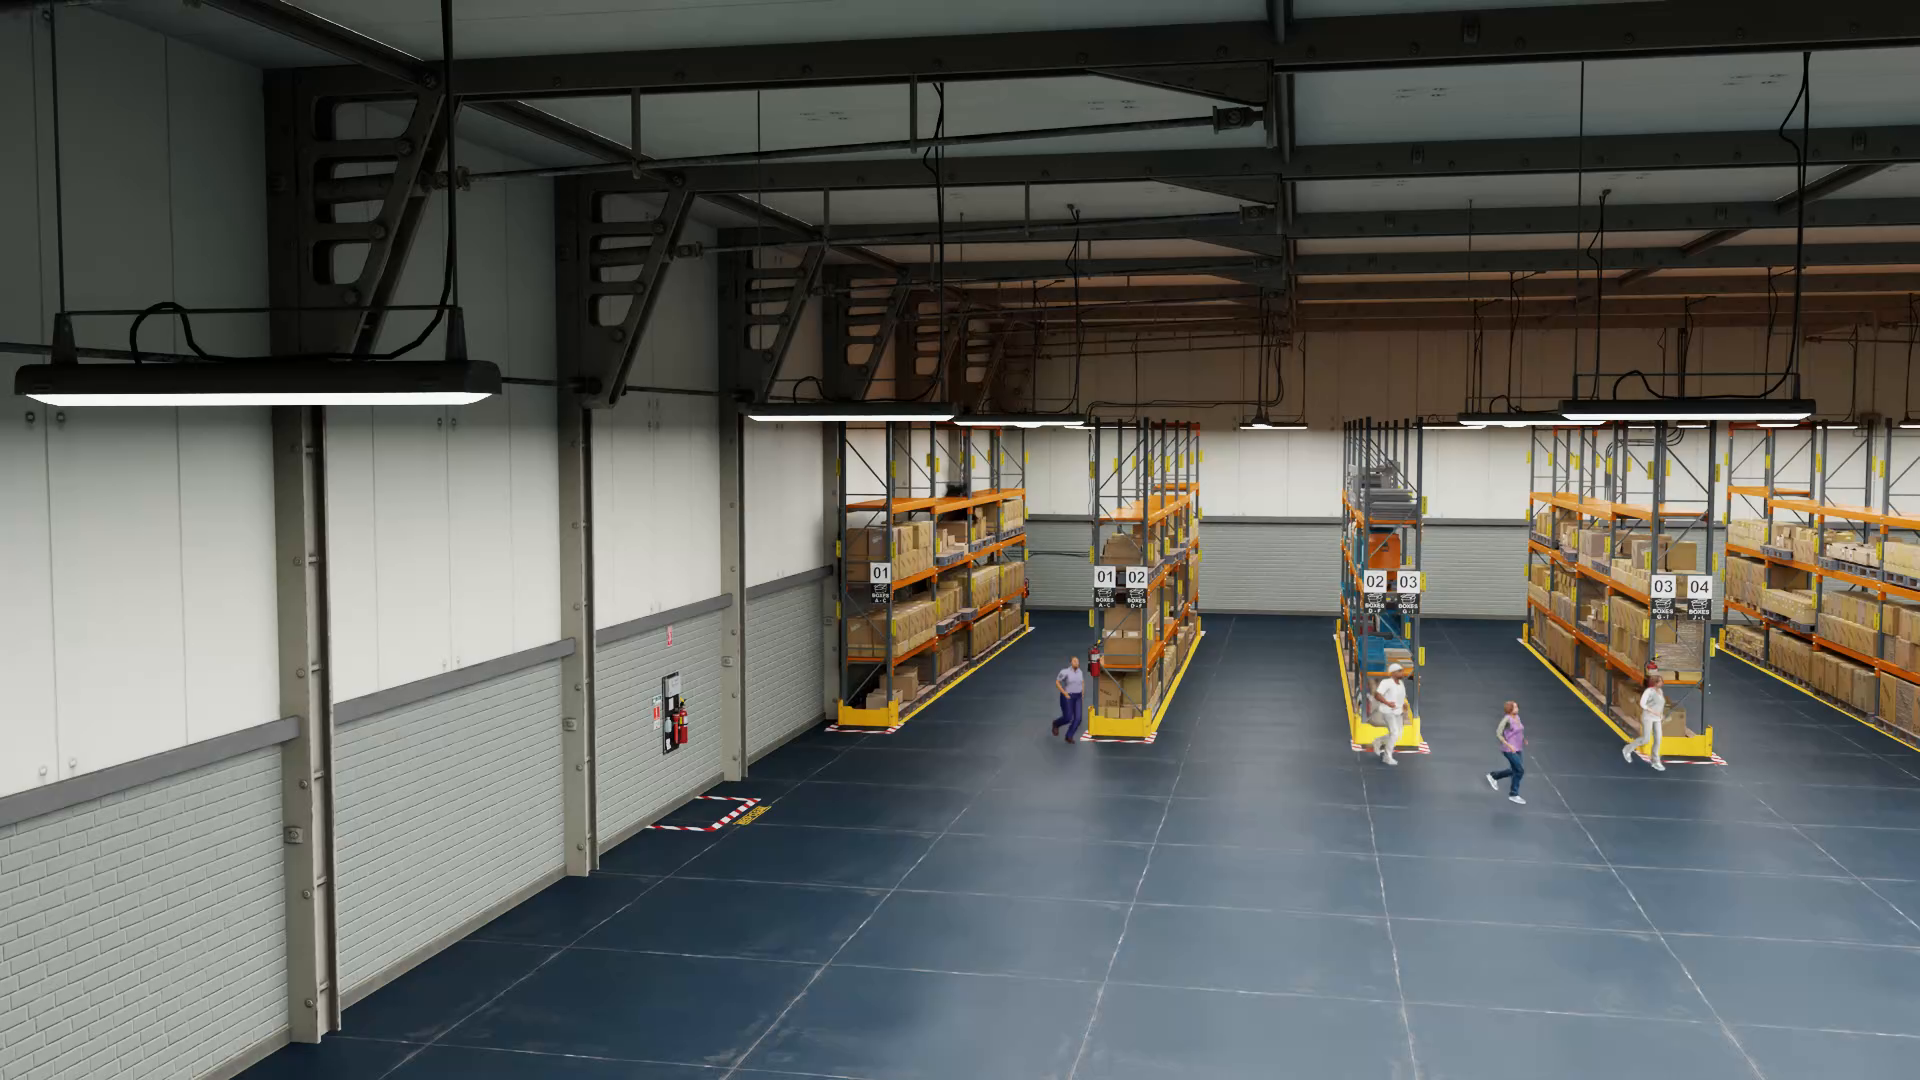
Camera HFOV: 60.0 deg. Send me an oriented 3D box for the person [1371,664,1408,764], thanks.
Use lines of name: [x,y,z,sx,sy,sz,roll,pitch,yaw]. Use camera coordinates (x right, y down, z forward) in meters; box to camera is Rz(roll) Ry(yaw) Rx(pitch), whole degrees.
person: [7.491,2.999,28.955,0.735,1.712,0.642,-3,5,-39]

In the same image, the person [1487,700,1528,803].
person: [8.513,3.272,25.855,0.636,1.580,0.539,3,5,43]

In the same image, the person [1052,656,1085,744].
person: [2.052,2.935,30.806,0.634,1.601,0.582,-2,4,-28]

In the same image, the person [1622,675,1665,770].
person: [11.818,3.086,28.436,0.593,1.587,0.778,-2,4,-32]
